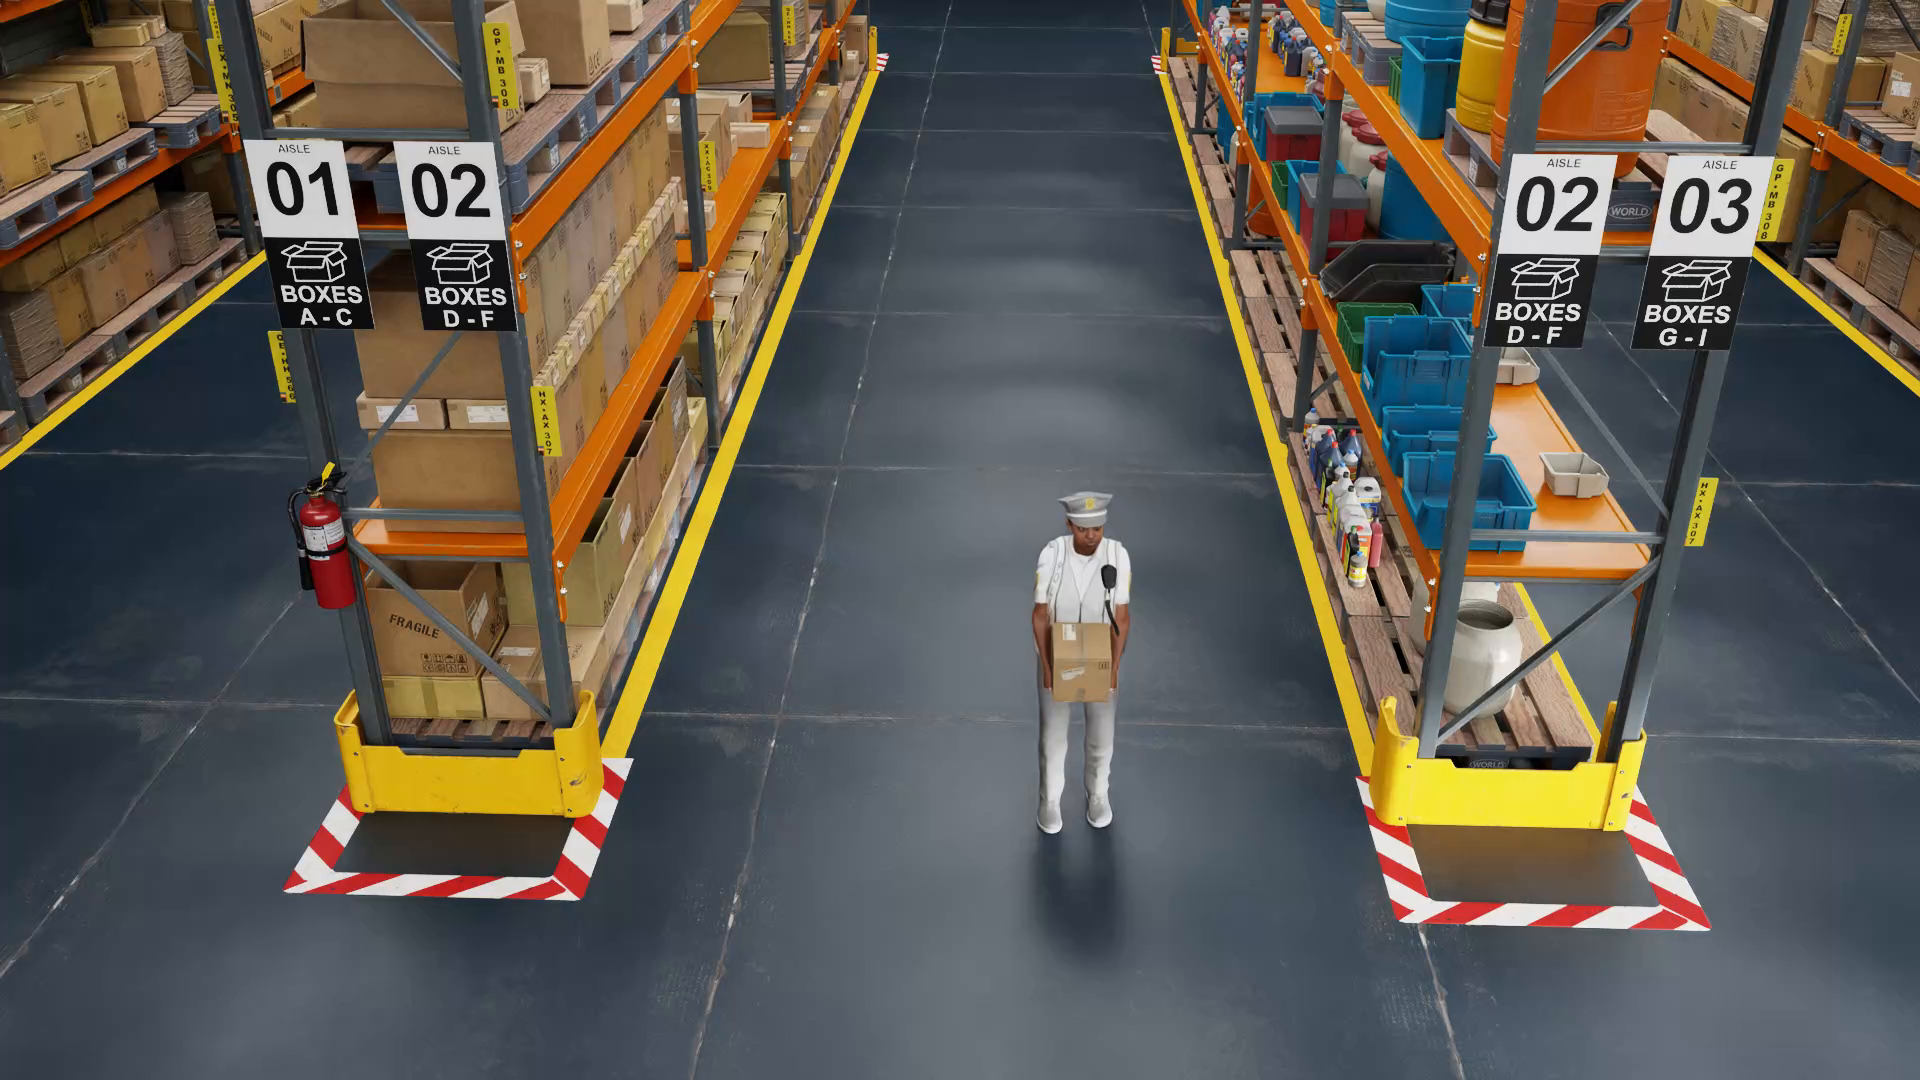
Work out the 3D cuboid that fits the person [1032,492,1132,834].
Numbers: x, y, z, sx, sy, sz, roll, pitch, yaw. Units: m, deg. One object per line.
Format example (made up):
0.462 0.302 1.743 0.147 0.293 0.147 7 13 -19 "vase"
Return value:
0.541 0.573 7.527 0.442 1.692 0.517 1 28 2 "person"
